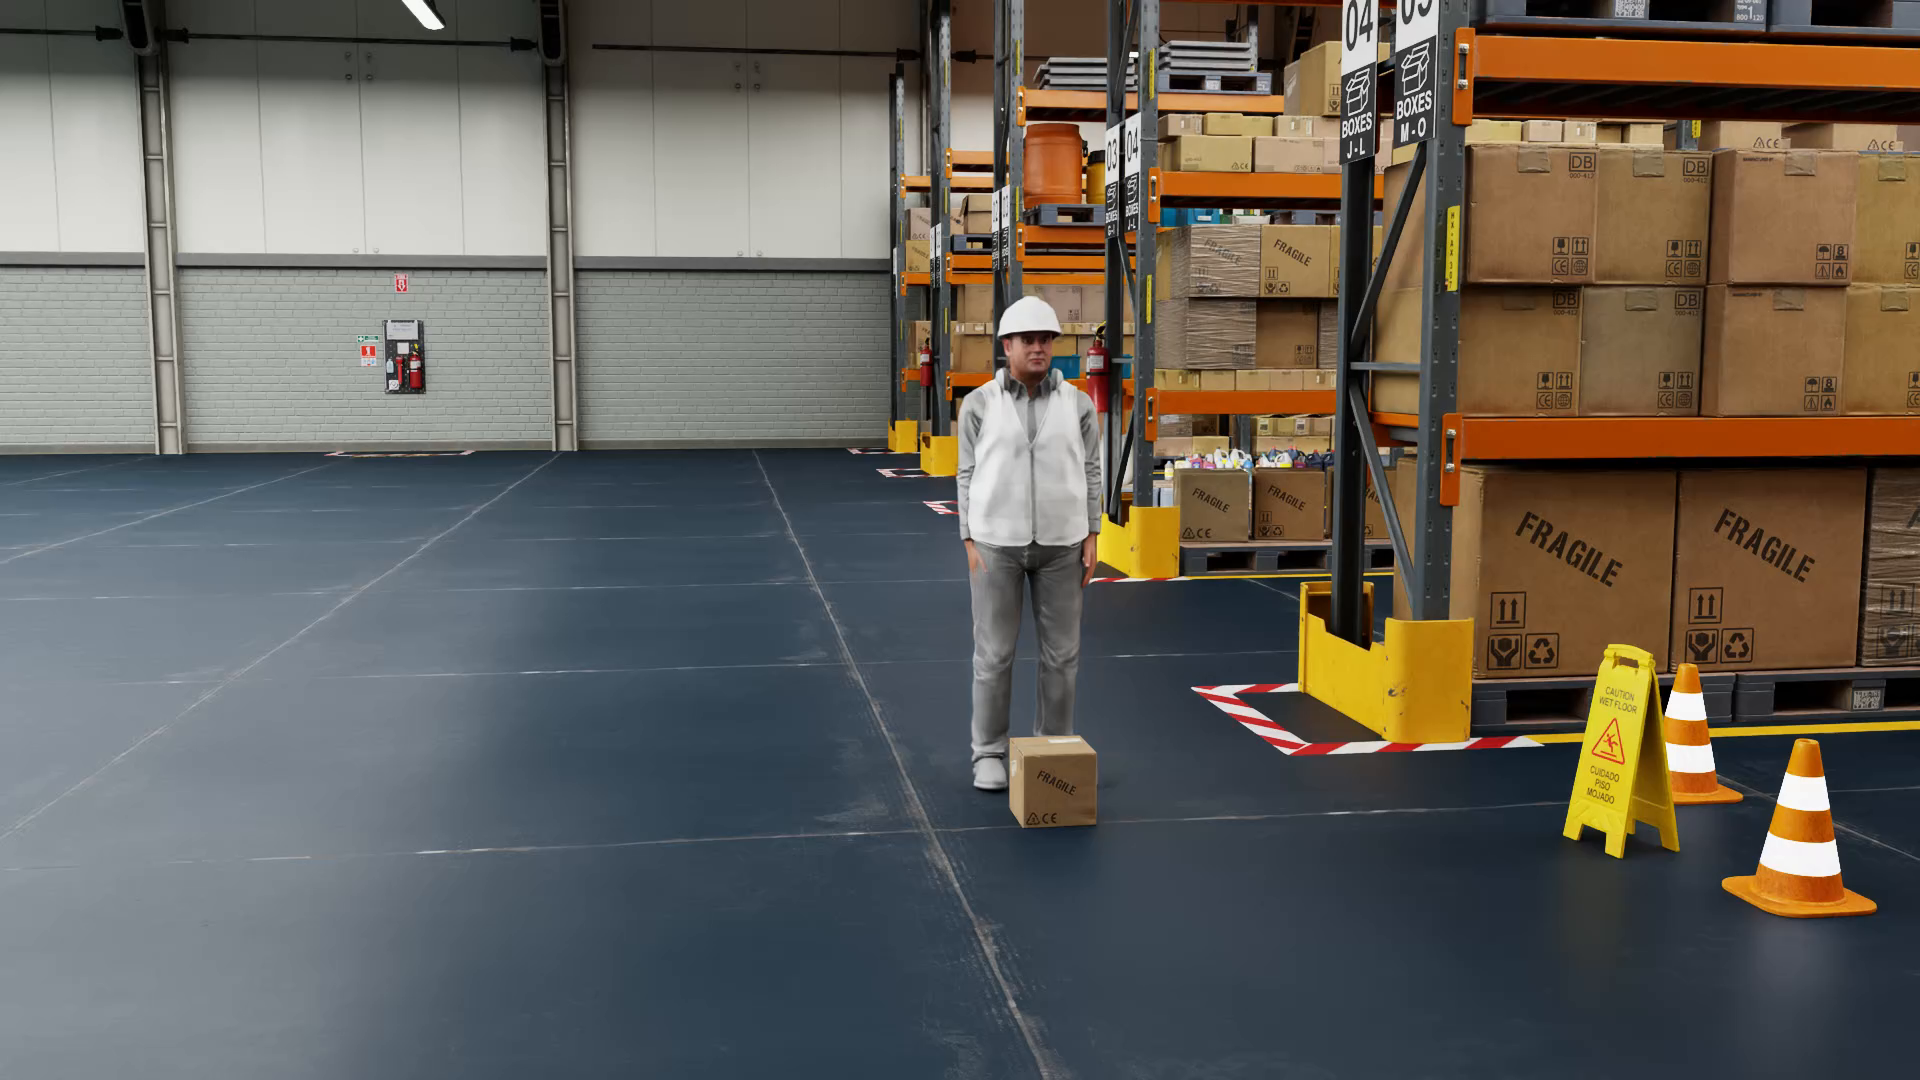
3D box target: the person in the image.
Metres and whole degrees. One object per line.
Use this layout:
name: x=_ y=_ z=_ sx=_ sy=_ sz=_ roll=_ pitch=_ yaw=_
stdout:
person: x=0.256 y=0.012 z=6.026 sx=0.533 sy=1.774 sz=0.359 roll=-1 pitch=6 yaw=-7
